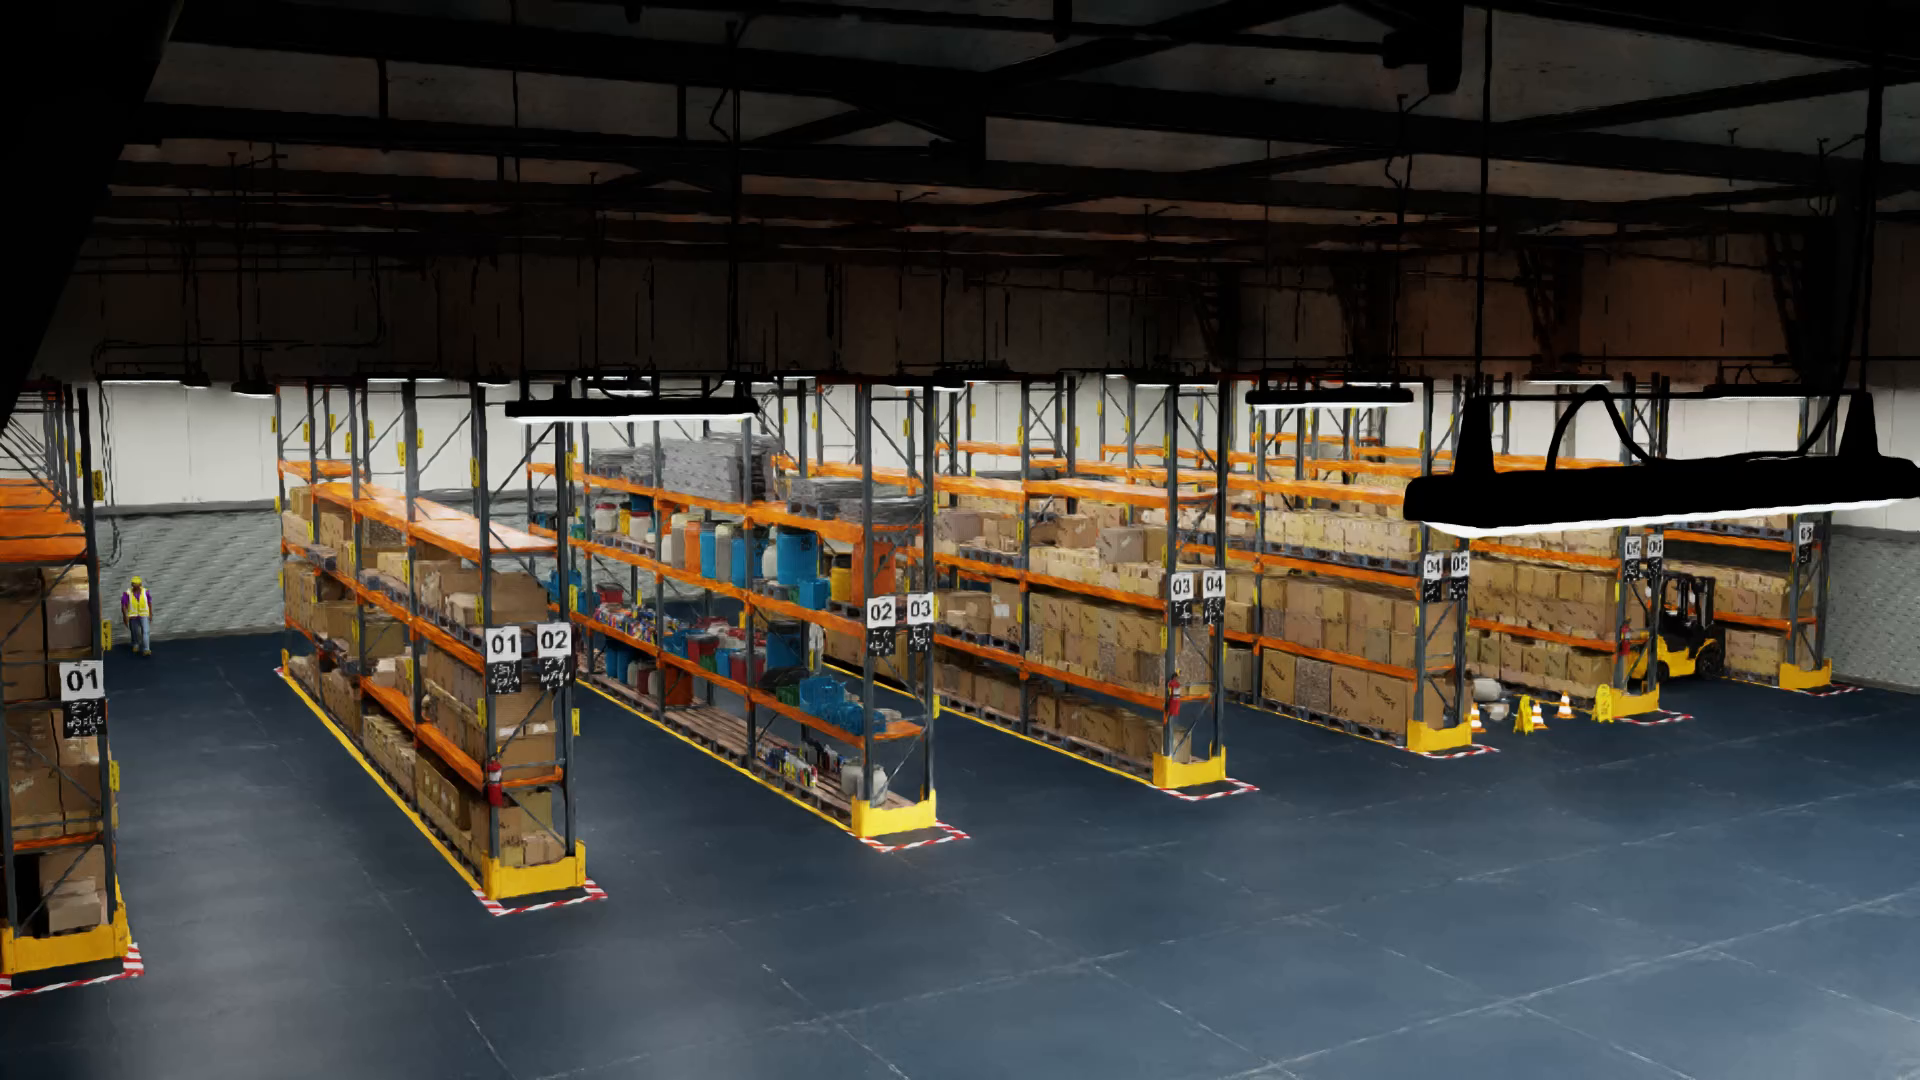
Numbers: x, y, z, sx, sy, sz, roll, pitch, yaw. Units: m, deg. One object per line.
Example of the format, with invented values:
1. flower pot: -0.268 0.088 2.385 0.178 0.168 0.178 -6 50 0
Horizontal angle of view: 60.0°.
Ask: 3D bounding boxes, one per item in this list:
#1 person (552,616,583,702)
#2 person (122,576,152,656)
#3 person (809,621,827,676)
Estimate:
1. person: -7.315 2.124 30.654 0.729 1.733 0.538 -4 7 -30
2. person: -17.556 1.599 35.493 0.577 1.691 1.121 -3 7 -28
3. person: -2.824 2.060 31.831 0.625 1.611 0.582 -4 7 -31
